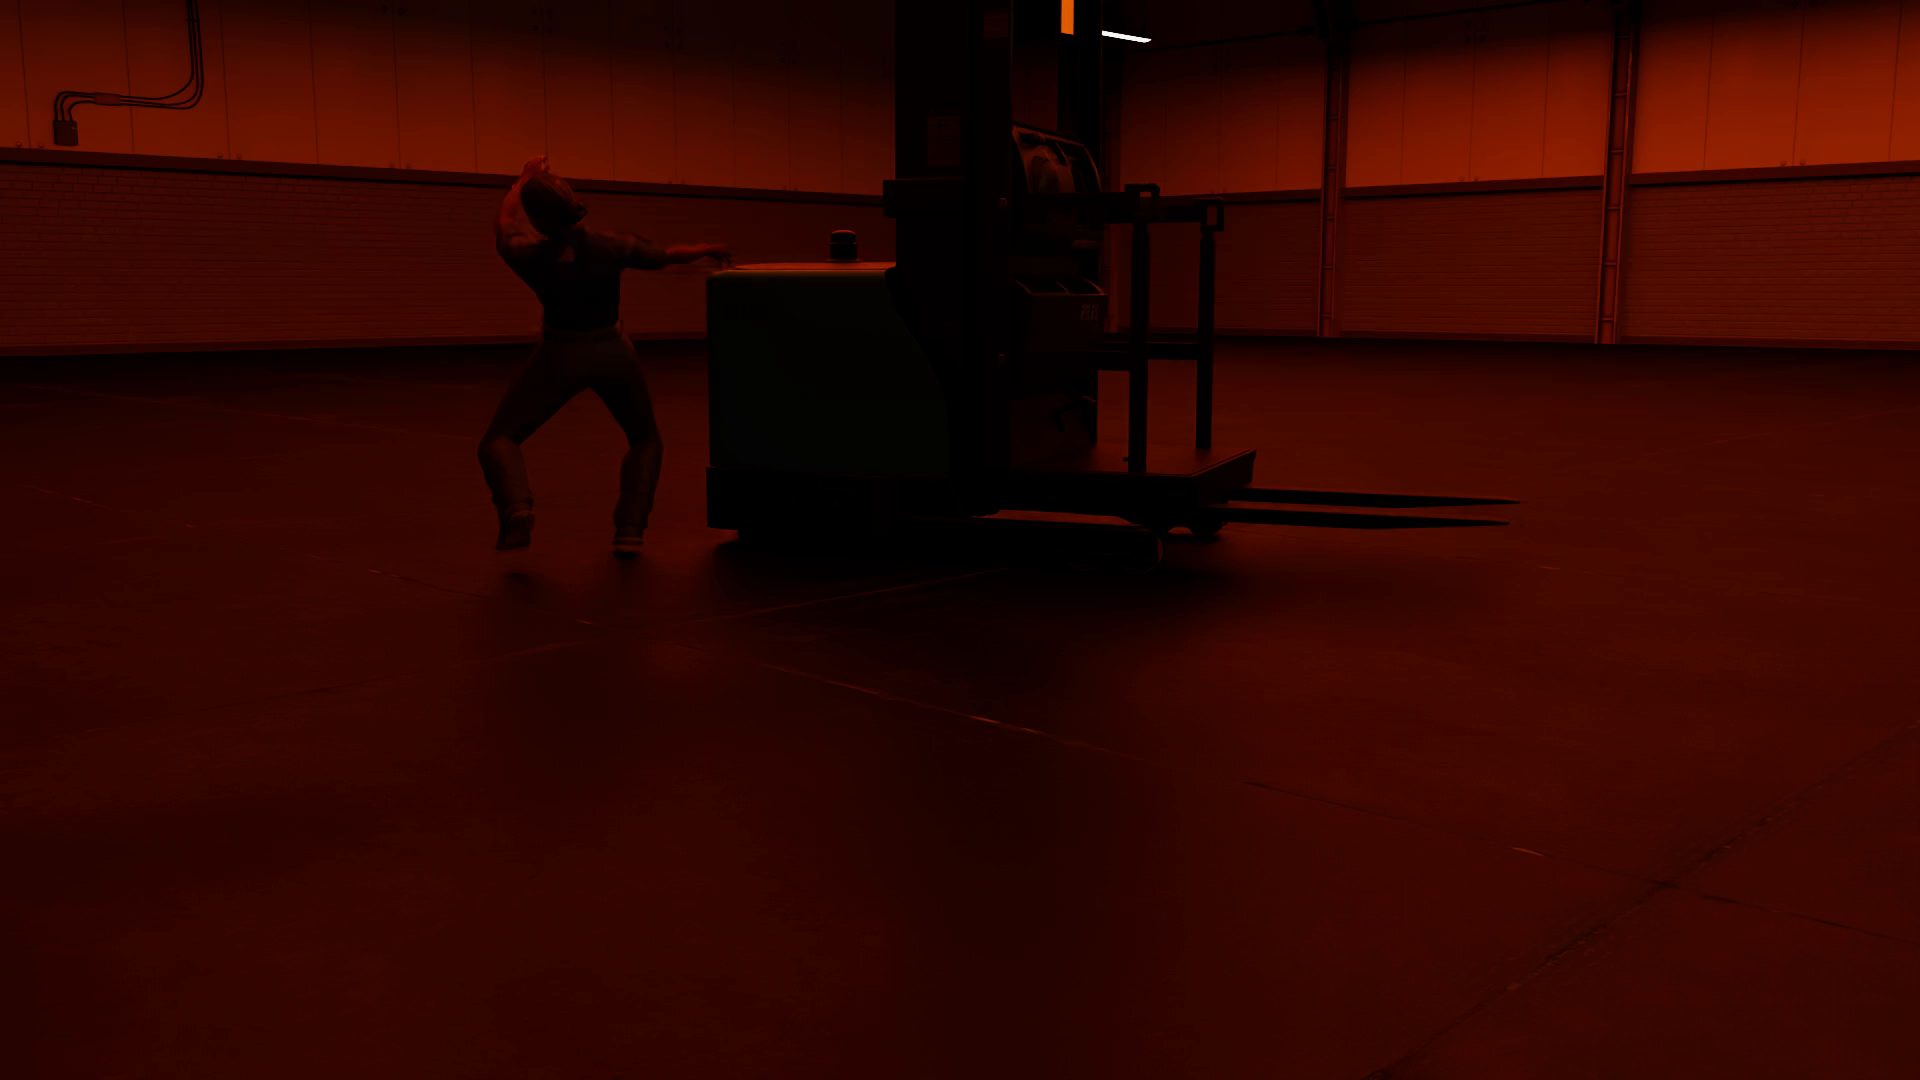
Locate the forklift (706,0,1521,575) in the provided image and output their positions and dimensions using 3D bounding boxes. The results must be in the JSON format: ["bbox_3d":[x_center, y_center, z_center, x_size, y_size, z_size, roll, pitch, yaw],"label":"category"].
[{"bbox_3d":[0.565,-1.416,6.275,3.031,2.935,1.130,3,9,22],"label":"forklift"}]

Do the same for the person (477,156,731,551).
[{"bbox_3d":[-1.299,-0.705,6.287,1.017,1.490,0.679,-4,10,-26],"label":"person"}]
